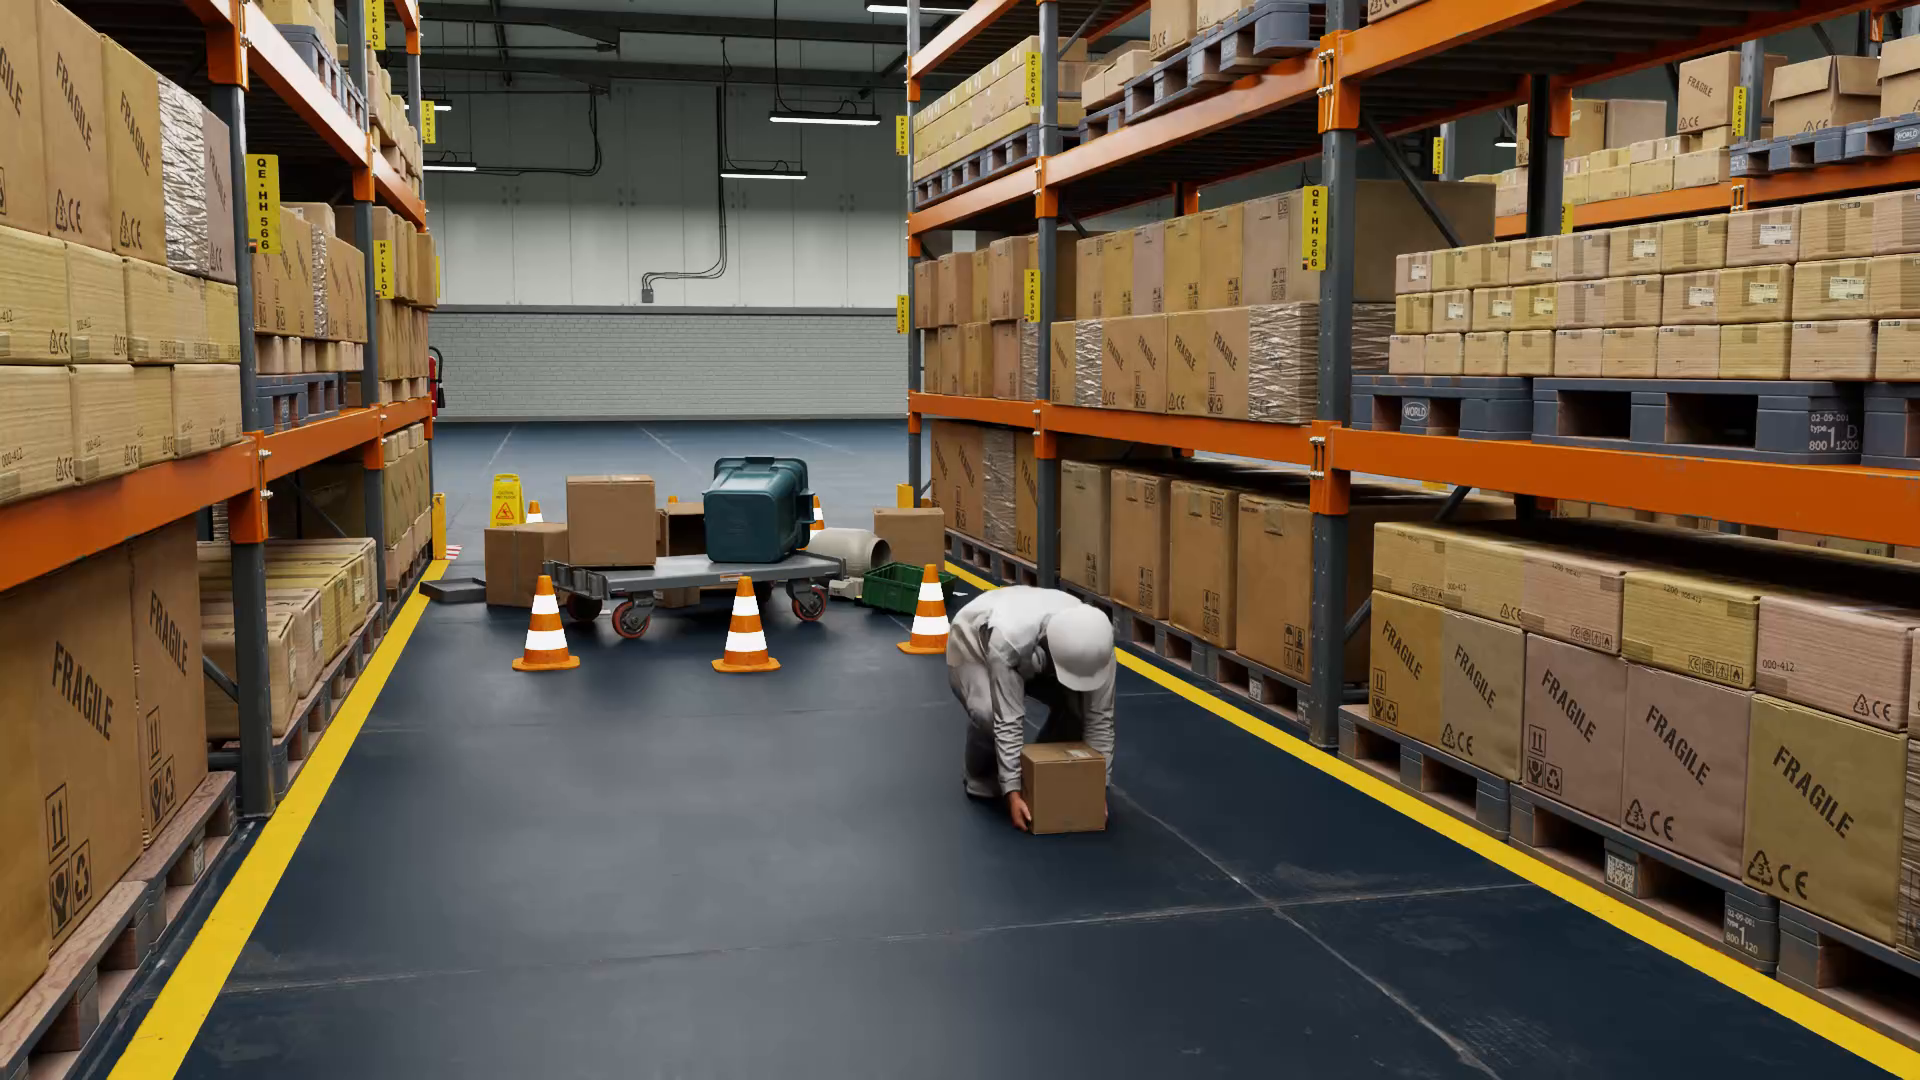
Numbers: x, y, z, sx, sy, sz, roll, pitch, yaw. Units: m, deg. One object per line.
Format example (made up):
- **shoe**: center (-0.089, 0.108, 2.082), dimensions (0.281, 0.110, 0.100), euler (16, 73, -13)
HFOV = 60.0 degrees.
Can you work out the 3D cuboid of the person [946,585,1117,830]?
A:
- **person**: center (0.268, 0.564, 5.875), dimensions (0.508, 0.791, 0.983), euler (-2, 6, -15)
